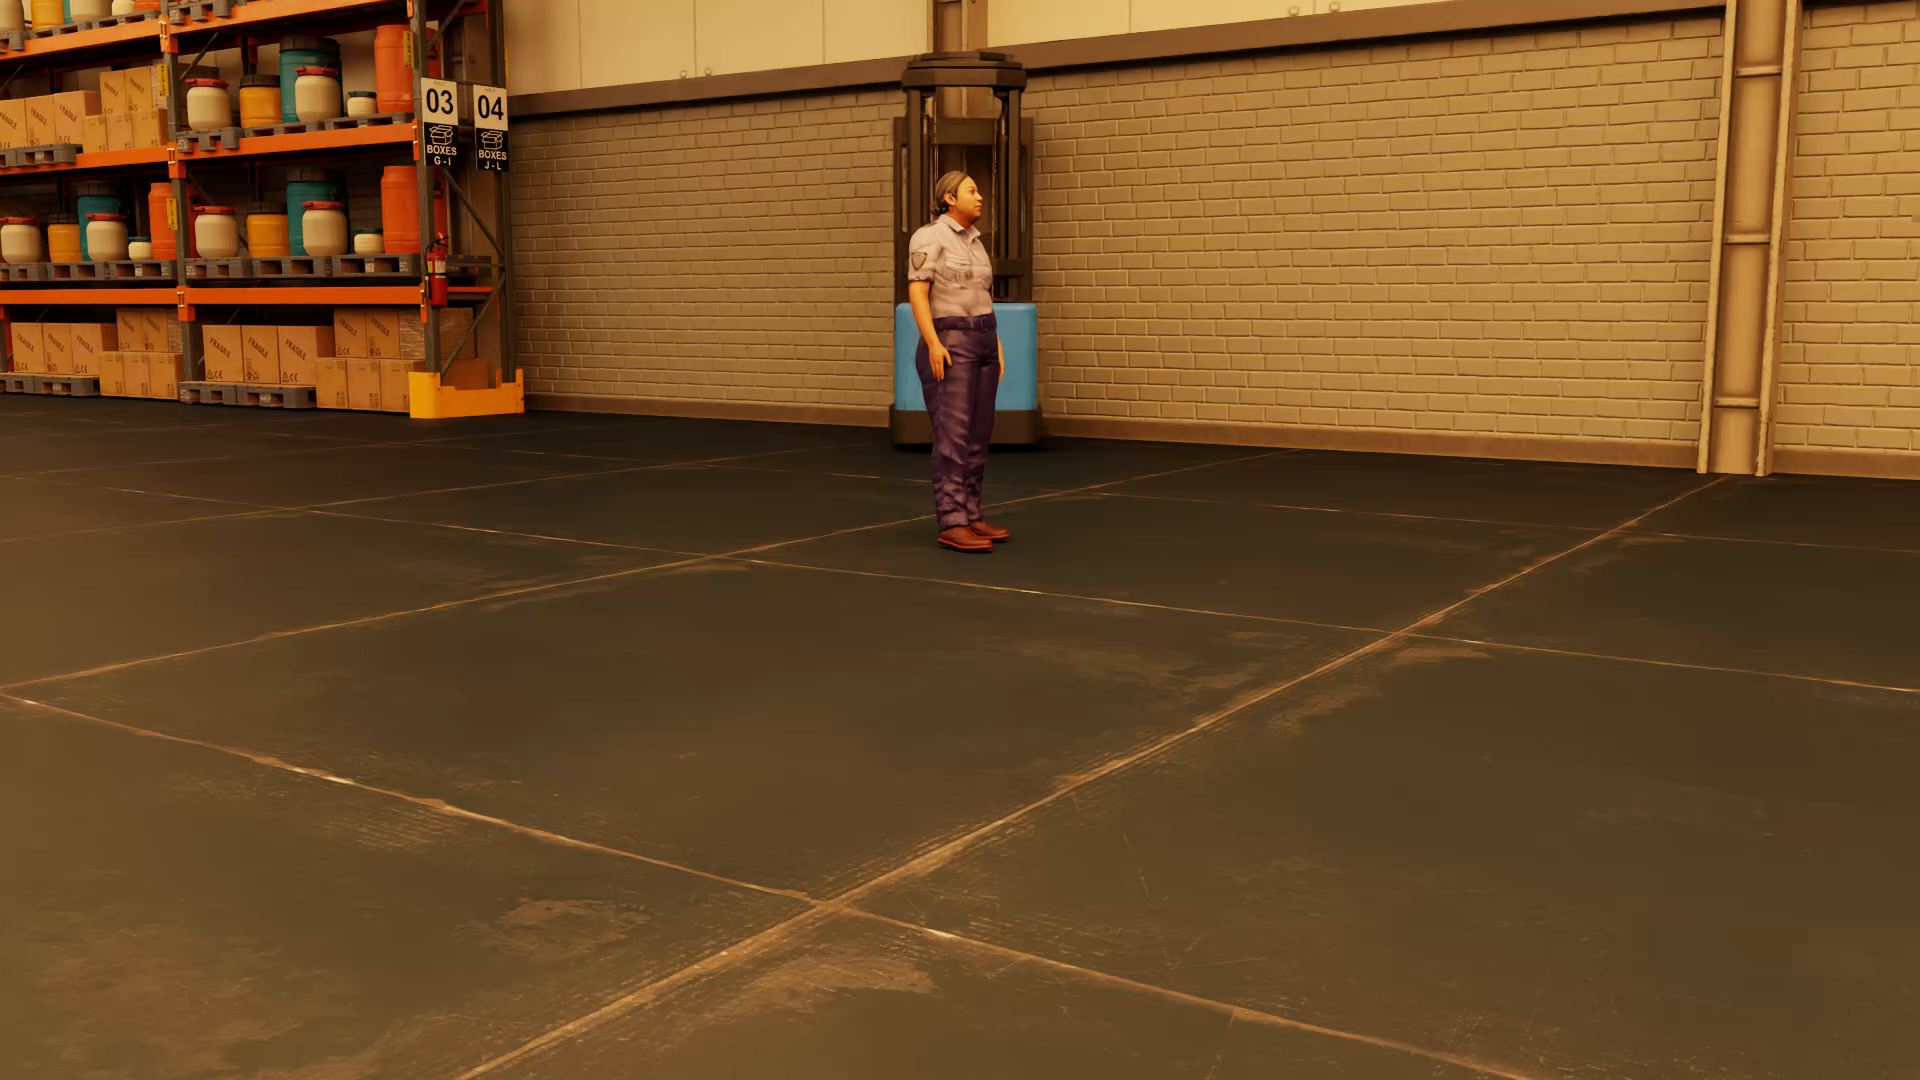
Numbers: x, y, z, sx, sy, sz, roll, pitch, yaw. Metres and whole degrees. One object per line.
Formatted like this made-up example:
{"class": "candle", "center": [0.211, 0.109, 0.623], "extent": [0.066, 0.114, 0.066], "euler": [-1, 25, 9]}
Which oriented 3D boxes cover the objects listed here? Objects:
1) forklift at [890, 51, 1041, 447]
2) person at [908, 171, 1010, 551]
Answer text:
{"class": "forklift", "center": [0.022, -2.285, 13.265], "extent": [1.130, 2.935, 3.031], "euler": [0, 8, -1]}
{"class": "person", "center": [0.062, -0.813, 7.418], "extent": [0.502, 1.651, 0.598], "euler": [5, 10, 34]}
